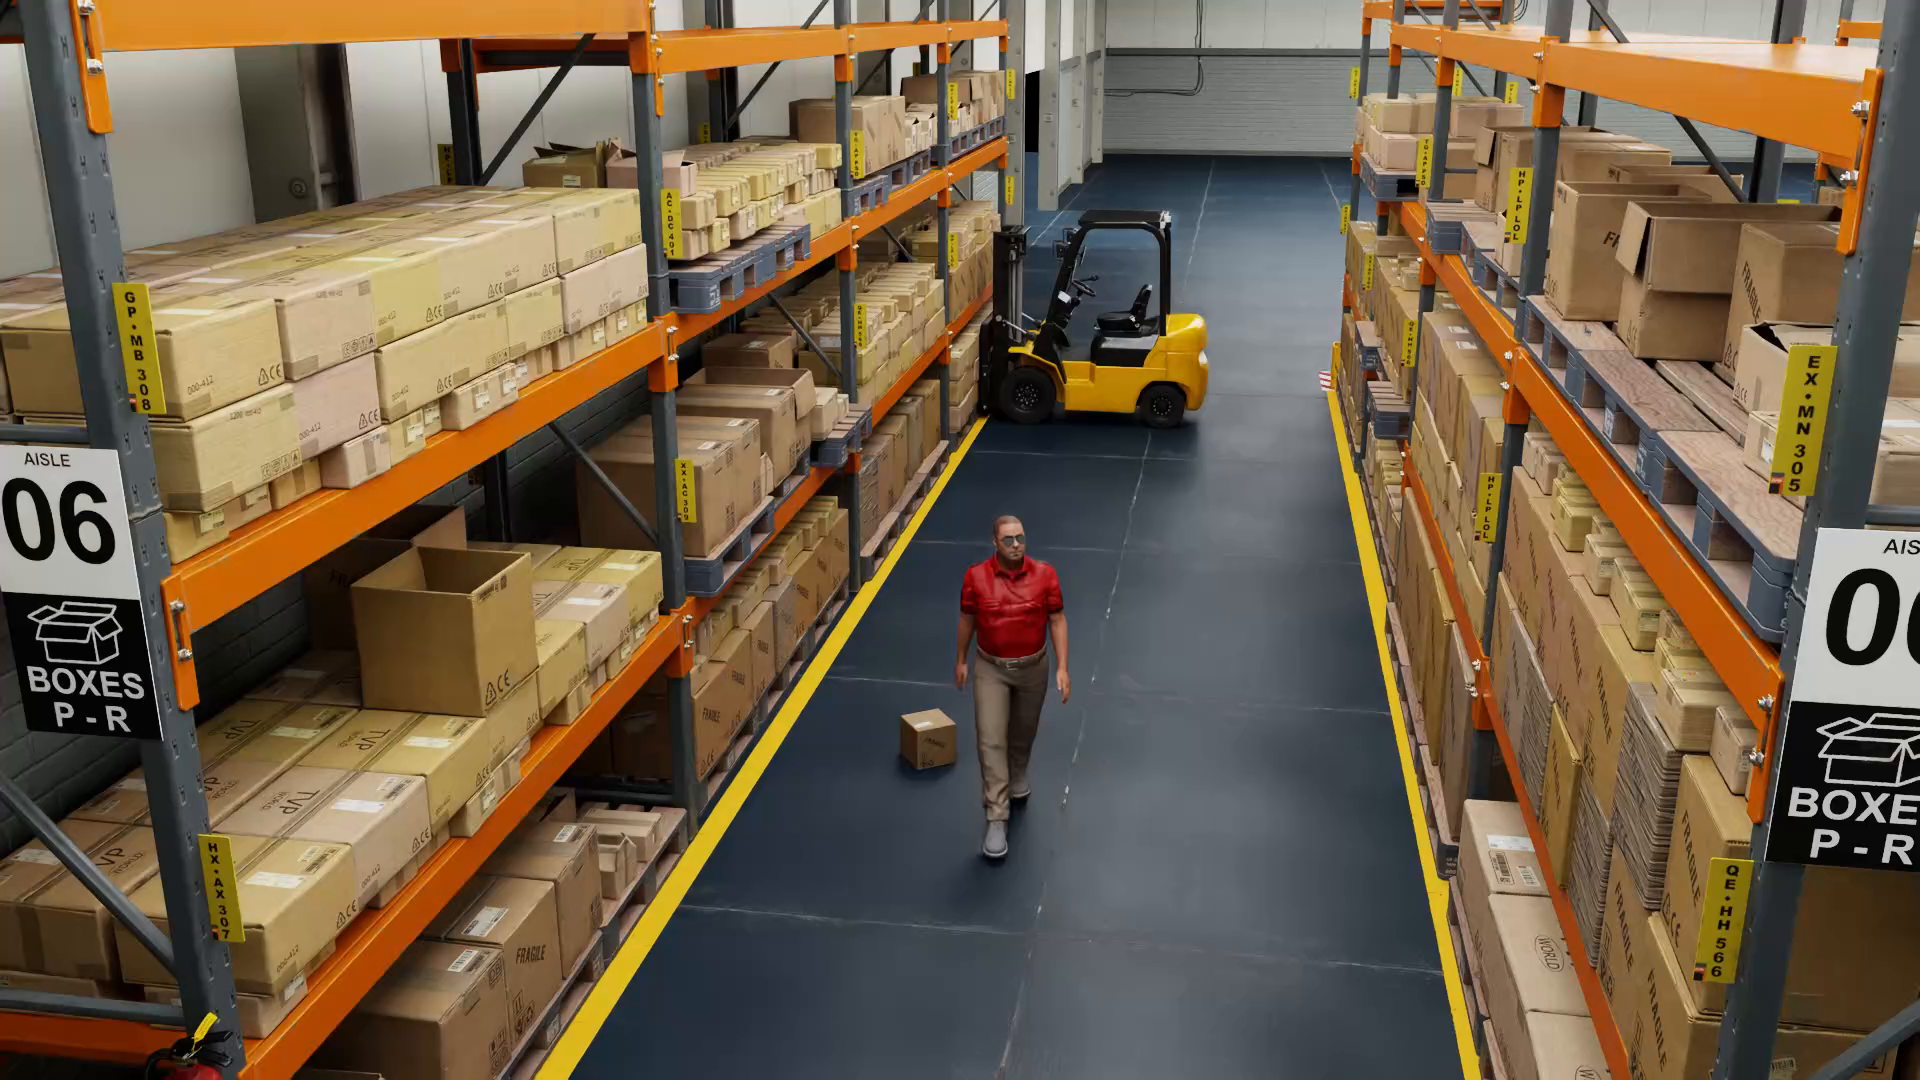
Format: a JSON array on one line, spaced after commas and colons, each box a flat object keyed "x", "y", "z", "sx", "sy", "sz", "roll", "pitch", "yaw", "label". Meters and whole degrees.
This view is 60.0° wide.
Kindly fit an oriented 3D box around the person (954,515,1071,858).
[{"x": 0.289, "y": 0.711, "z": 8.813, "sx": 0.586, "sy": 1.677, "sz": 0.973, "roll": -2, "pitch": 18, "yaw": -7, "label": "person"}]
